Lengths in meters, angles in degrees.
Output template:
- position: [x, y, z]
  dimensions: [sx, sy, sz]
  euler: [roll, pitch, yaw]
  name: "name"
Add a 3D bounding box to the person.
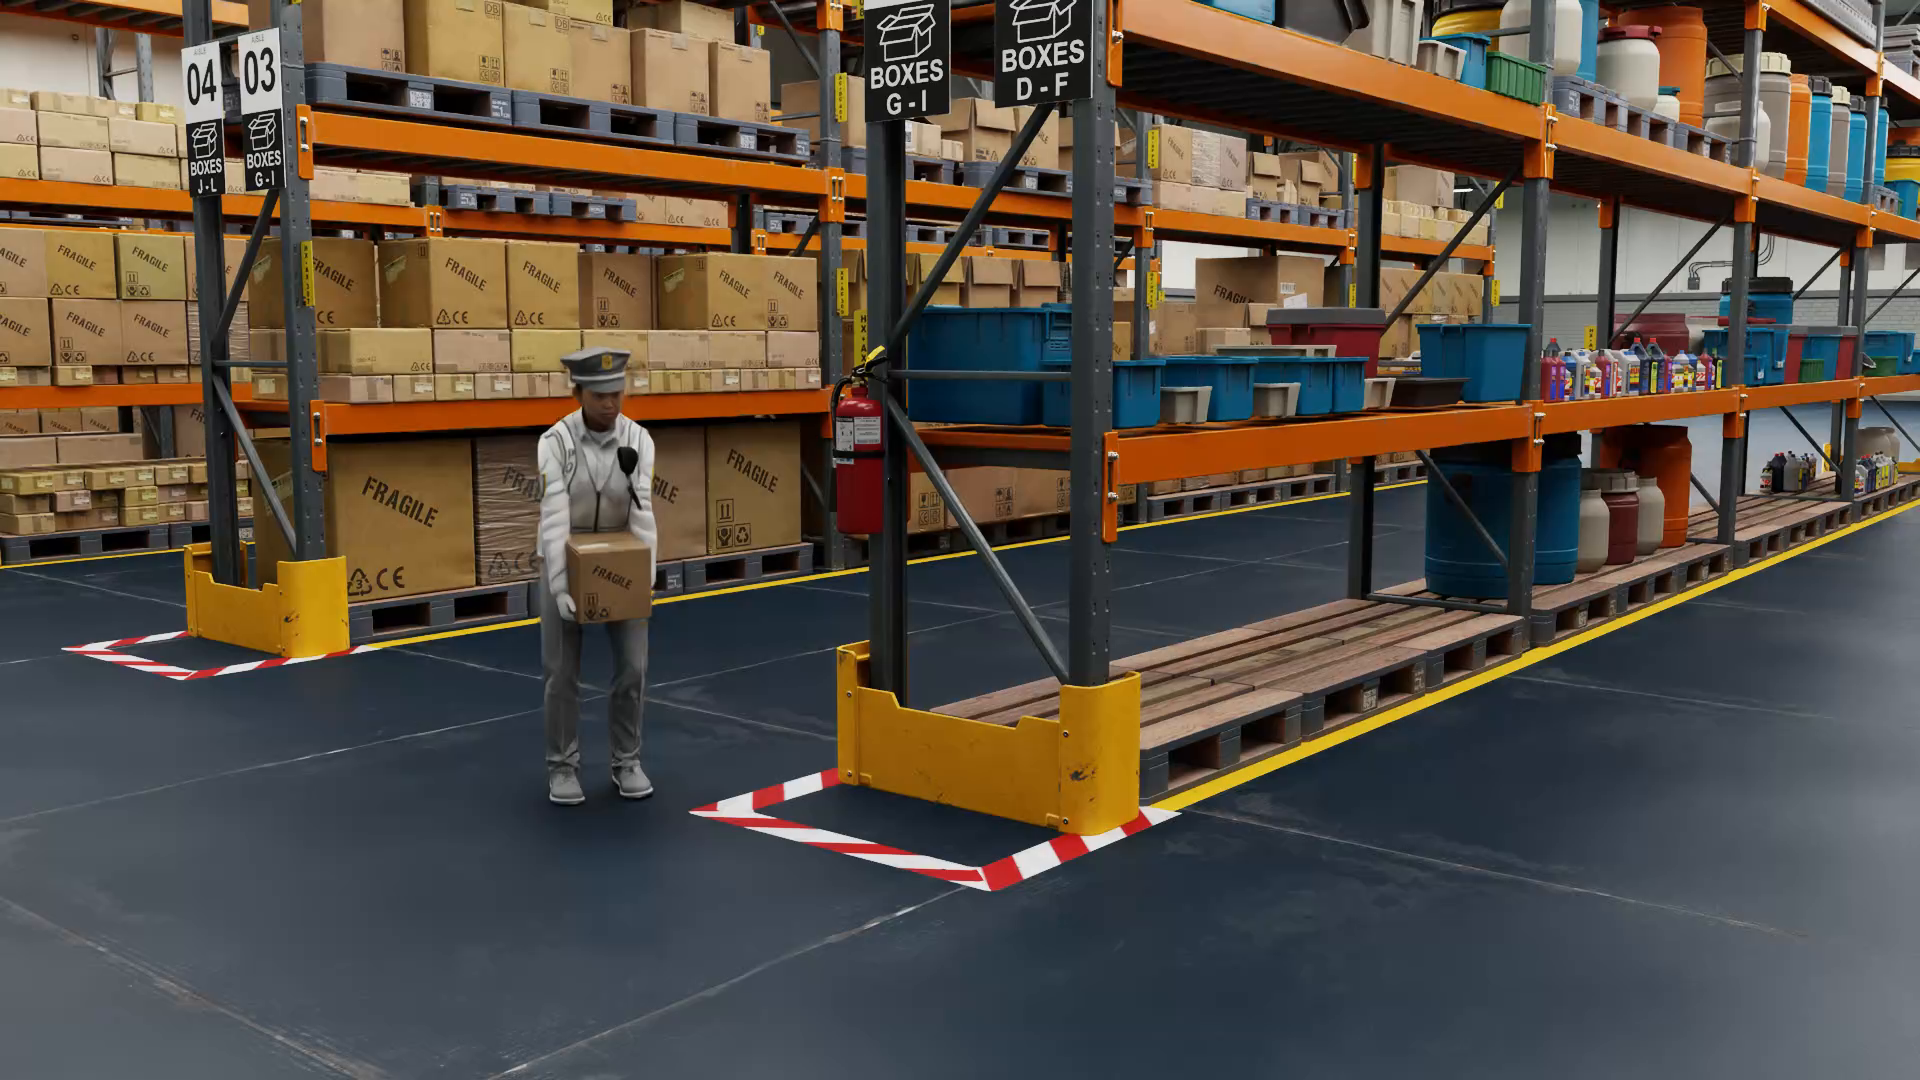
- position: [-1.280, 0.130, 5.886]
  dimensions: [0.404, 1.615, 0.548]
  euler: [-3, 7, -22]
  name: "person"
